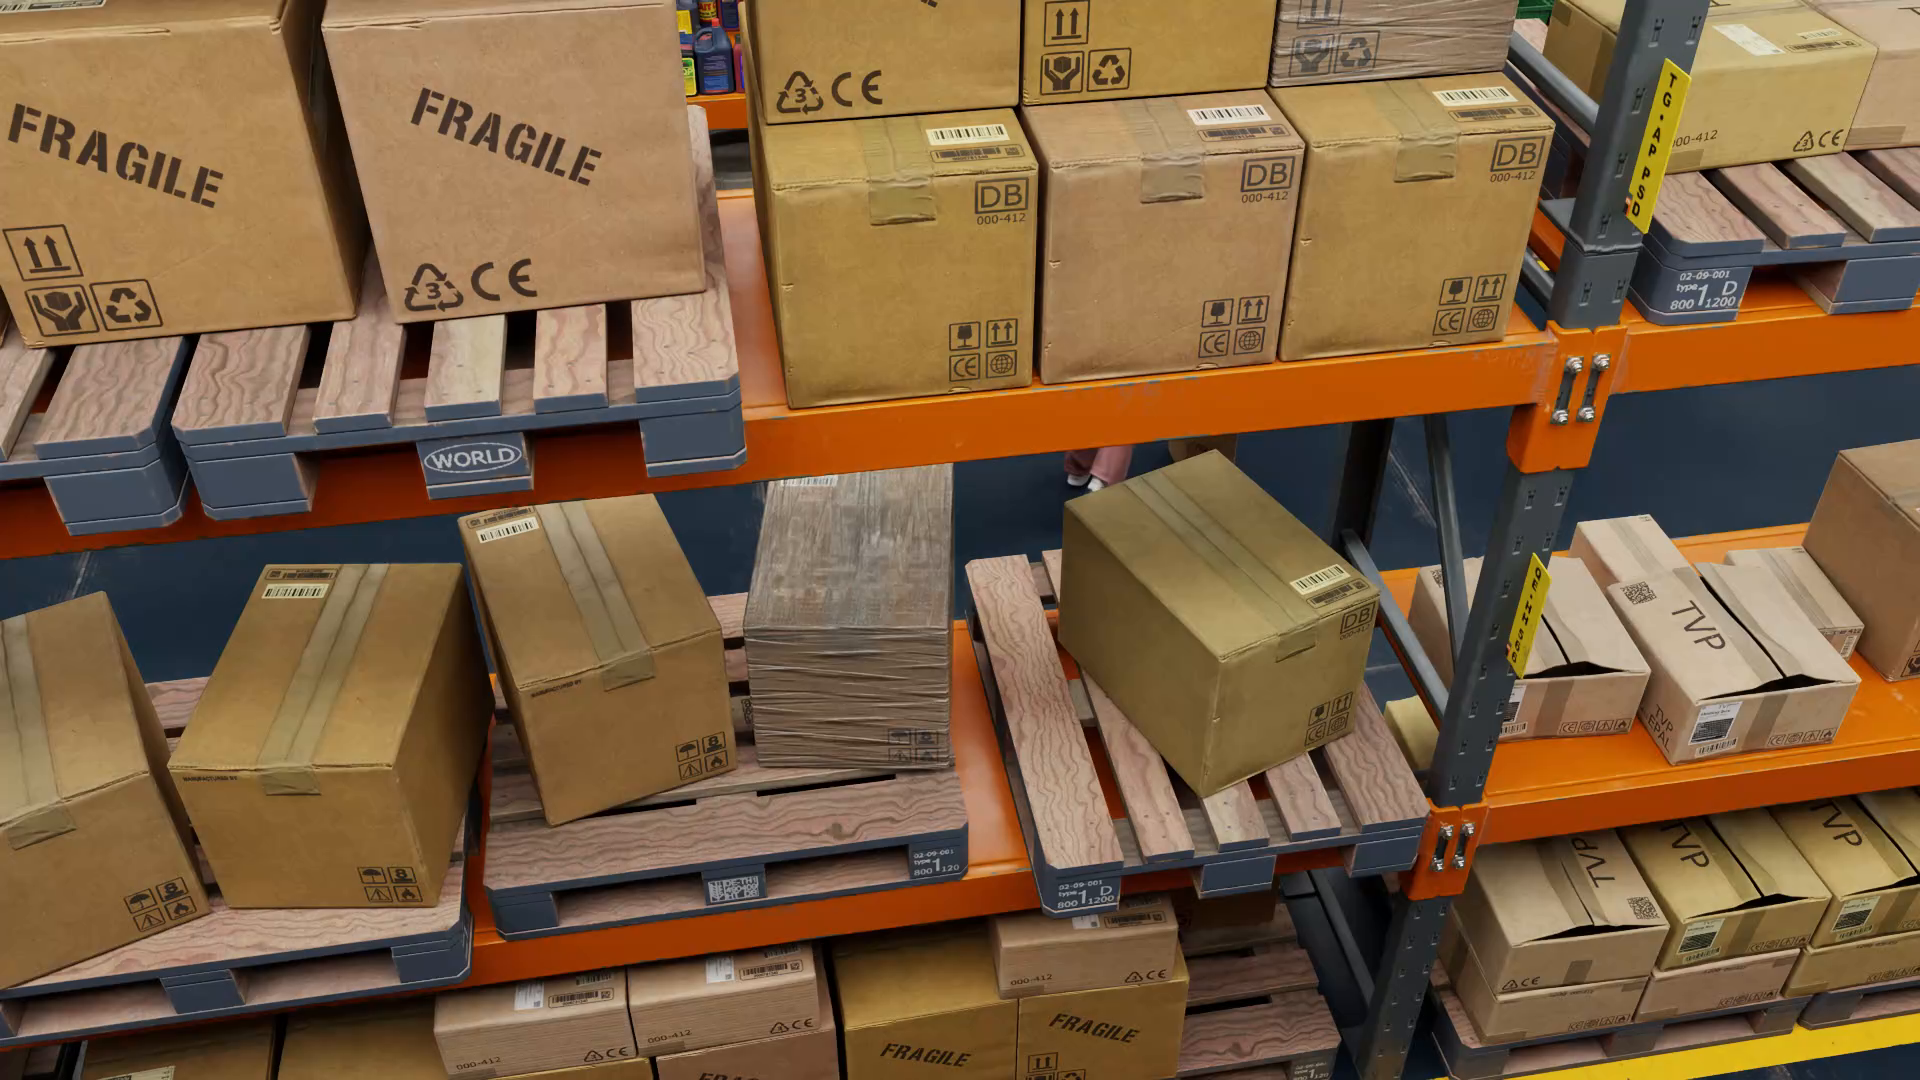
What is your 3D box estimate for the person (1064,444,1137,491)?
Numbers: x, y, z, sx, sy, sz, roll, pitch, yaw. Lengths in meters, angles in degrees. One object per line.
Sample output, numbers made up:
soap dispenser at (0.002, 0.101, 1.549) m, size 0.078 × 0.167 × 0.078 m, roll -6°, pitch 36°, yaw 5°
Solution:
person at (0.618, -0.916, 7.279) m, size 0.459 × 1.677 × 0.450 m, roll 28°, pitch 46°, yaw 30°
